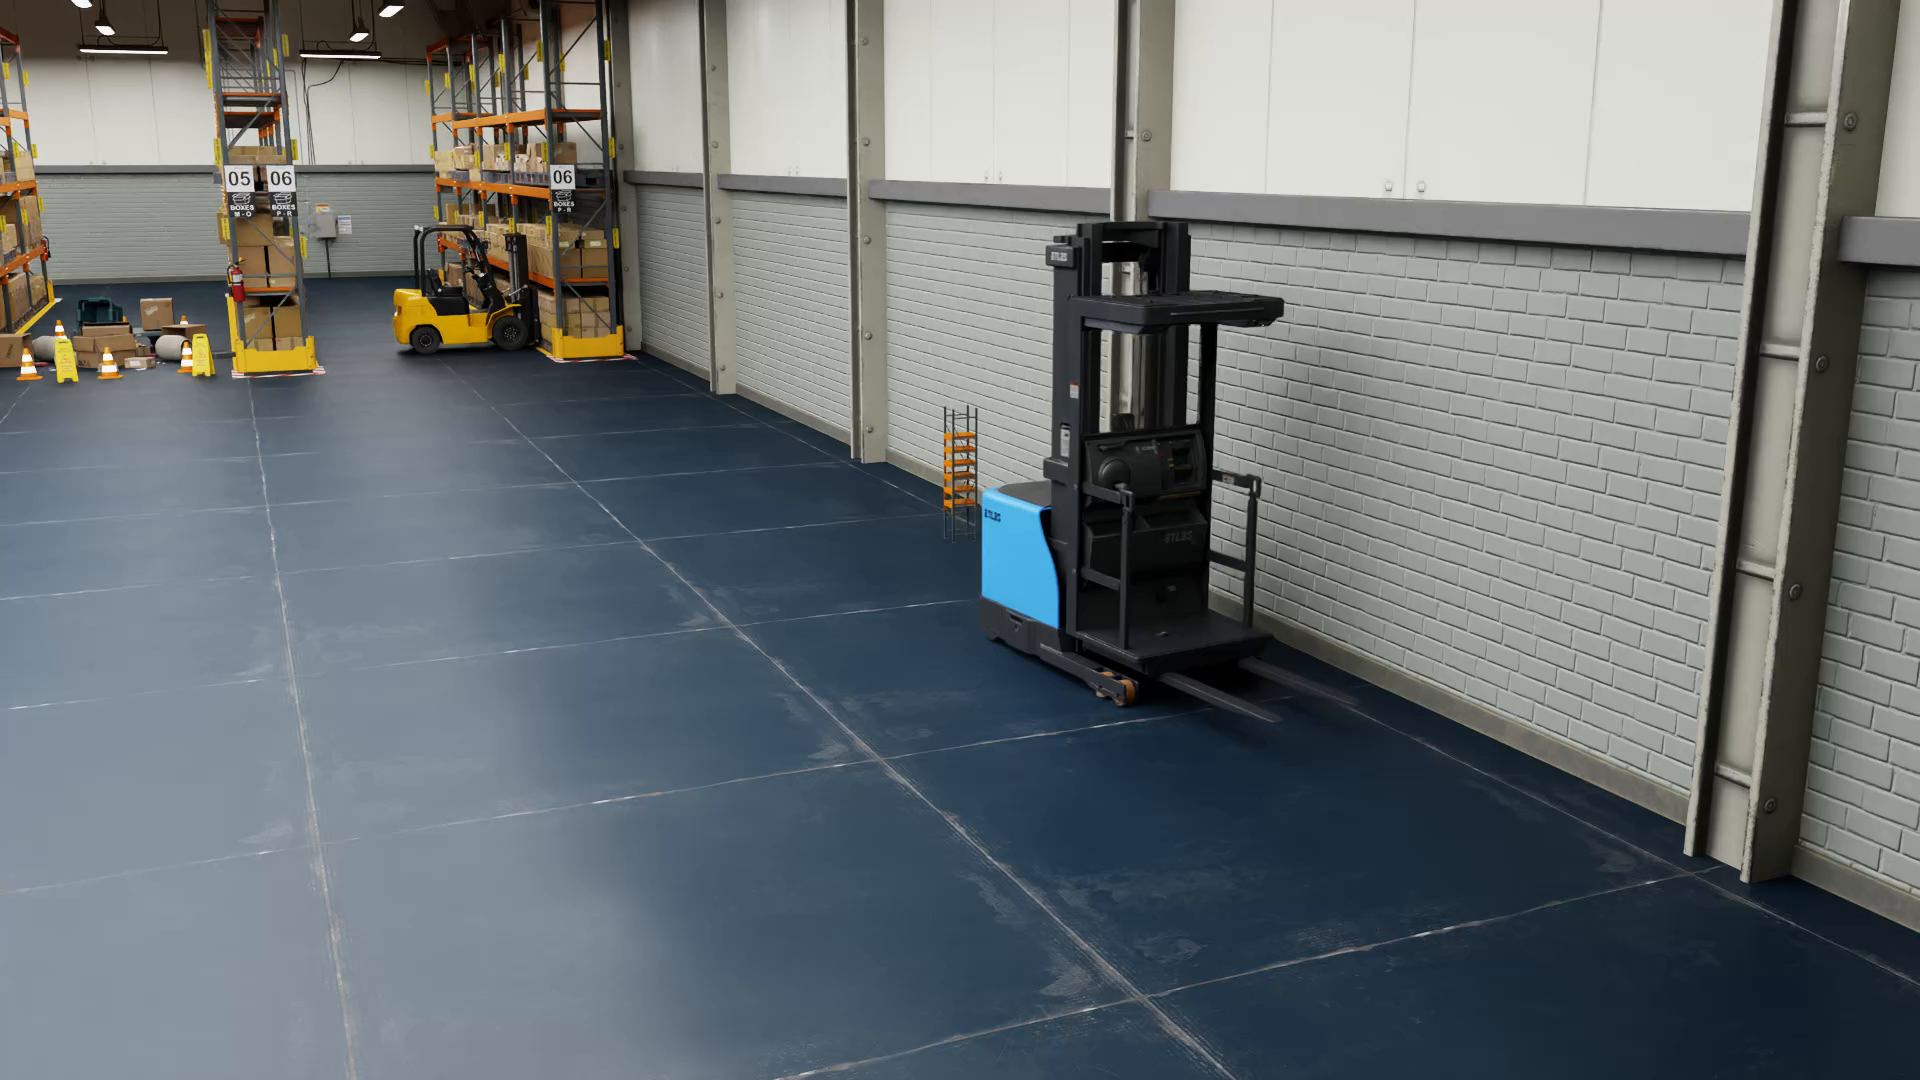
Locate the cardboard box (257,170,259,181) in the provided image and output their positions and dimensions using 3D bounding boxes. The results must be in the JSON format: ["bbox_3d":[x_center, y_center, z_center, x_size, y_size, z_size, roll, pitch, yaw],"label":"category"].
[{"bbox_3d":[-11.561,-5.896,26.714,0.500,0.250,0.500,-6,14,-24],"label":"cardboard box"}]

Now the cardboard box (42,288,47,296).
[{"bbox_3d":[-21.227,-5.696,38.219,0.380,0.149,0.250,-5,14,-21],"label":"cardboard box"}]

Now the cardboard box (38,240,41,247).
[{"bbox_3d":[-21.435,-6.850,38.371,0.380,0.149,0.250,-6,14,-23],"label":"cardboard box"}]

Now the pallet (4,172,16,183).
[{"bbox_3d":[-20.073,-7.420,34.043,1.213,0.211,1.003,-6,14,-23],"label":"pallet"}]

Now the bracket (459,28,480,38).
[{"bbox_3d":[-12.158,-12.592,41.338,0.076,0.066,4.783,-6,14,-23],"label":"bracket"}]

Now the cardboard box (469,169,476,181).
[{"bbox_3d":[-10.409,-7.958,36.281,0.500,0.250,0.500,-6,14,-23],"label":"cardboard box"}]

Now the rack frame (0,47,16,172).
[{"bbox_3d":[-20.223,-9.110,34.276,1.000,3.000,0.127,-6,14,-23],"label":"rack frame"}]

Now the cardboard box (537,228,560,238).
[{"bbox_3d":[-7.205,-5.392,29.194,0.380,0.149,0.250,-5,14,-22],"label":"cardboard box"}]

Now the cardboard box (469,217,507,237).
[{"bbox_3d":[-10.402,-6.854,36.670,0.797,0.503,0.637,-6,14,-24],"label":"cardboard box"}]

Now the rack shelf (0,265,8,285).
[{"bbox_3d":[-17.819,-4.598,29.678,1.077,0.370,4.000,-6,14,-23],"label":"rack shelf"}]

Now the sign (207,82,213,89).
[{"bbox_3d":[-17.841,-10.888,39.535,0.100,0.325,0.005,-6,14,-23],"label":"sign"}]

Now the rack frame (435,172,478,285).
[{"bbox_3d":[-12.783,-7.931,42.486,1.000,3.000,0.127,-6,14,-23],"label":"rack frame"}]

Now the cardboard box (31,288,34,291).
[{"bbox_3d":[-20.583,-5.458,36.533,0.380,0.149,0.250,-5,14,-20],"label":"cardboard box"}]

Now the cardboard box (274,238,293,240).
[{"bbox_3d":[-11.693,-4.915,28.571,0.500,0.500,0.500,-5,14,-21],"label":"cardboard box"}]

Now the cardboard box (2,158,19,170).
[{"bbox_3d":[-20.196,-7.941,35.098,0.500,0.250,0.500,-5,14,-21],"label":"cardboard box"}]

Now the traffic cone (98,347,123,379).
[{"bbox_3d":[-13.156,-2.742,25.692,0.336,0.463,0.334,-6,14,-23],"label":"traffic cone"}]

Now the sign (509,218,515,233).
[{"bbox_3d":[-8.470,-5.926,31.432,0.100,0.325,0.005,-6,14,-23],"label":"sign"}]

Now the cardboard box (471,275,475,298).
[{"bbox_3d":[-10.775,-5.759,37.711,0.500,0.500,0.500,-6,14,-25],"label":"cardboard box"}]

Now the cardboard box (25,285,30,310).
[{"bbox_3d":[-19.695,-5.044,34.625,0.500,0.500,0.500,-6,14,-24],"label":"cardboard box"}]

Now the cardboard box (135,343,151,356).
[{"bbox_3d":[-14.163,-3.309,28.577,0.396,0.266,0.258,6,14,26],"label":"cardboard box"}]

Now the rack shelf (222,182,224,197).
[{"bbox_3d":[-14.926,-7.353,34.932,1.077,0.370,4.000,-6,14,-23],"label":"rack shelf"}]

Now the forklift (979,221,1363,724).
[{"bbox_3d":[1.313,-0.509,10.568,1.130,2.935,3.031,-7,15,-29],"label":"forklift"}]

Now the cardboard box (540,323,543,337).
[{"bbox_3d":[-7.234,-3.767,29.659,0.500,0.250,0.500,-5,14,-22],"label":"cardboard box"}]

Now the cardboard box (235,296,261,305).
[{"bbox_3d":[-11.689,-3.935,27.282,0.380,0.149,0.250,-5,14,-21],"label":"cardboard box"}]

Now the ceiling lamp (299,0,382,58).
[{"bbox_3d":[-15.990,-14.041,42.635,2.000,3.185,0.800,-6,14,-23],"label":"ceiling lamp"}]

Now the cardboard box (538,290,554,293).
[{"bbox_3d":[-7.462,-4.358,29.998,0.500,0.250,0.500,-6,14,-24],"label":"cardboard box"}]

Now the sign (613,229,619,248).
[{"bbox_3d":[-5.863,-5.135,28.308,0.100,0.325,0.005,-6,14,-23],"label":"sign"}]

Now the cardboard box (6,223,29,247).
[{"bbox_3d":[-20.190,-6.506,35.448,0.500,0.500,0.500,-6,14,-24],"label":"cardboard box"}]

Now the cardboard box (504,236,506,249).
[{"bbox_3d":[-8.620,-5.806,32.529,0.500,0.250,0.500,-6,14,-24],"label":"cardboard box"}]

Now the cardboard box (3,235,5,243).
[{"bbox_3d":[-19.051,-5.921,32.765,0.380,0.149,0.250,-6,14,-23],"label":"cardboard box"}]

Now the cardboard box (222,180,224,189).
[{"bbox_3d":[-12.187,-5.981,27.964,0.380,0.149,0.250,-6,14,-24],"label":"cardboard box"}]

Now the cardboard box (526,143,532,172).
[{"bbox_3d":[-7.293,-6.805,29.585,0.797,0.503,0.637,-5,14,-21],"label":"cardboard box"}]

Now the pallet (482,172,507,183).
[{"bbox_3d":[-9.225,-7.516,34.456,1.213,0.211,1.003,-5,14,-20],"label":"pallet"}]

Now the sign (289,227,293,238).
[{"bbox_3d":[-12.029,-5.475,29.954,0.100,0.325,0.005,-6,14,-23],"label":"sign"}]

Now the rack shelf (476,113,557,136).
[{"bbox_3d":[-8.778,-8.243,33.009,1.077,0.370,4.000,-6,14,-23],"label":"rack shelf"}]

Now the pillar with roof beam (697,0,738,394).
[{"bbox_3d":[-7.368,-6.145,21.464,9.100,9.000,0.400,-6,14,-23],"label":"pillar with roof beam"}]

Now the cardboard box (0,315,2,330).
[{"bbox_3d":[-18.106,-4.156,30.230,1.050,0.750,0.750,-5,14,-22],"label":"cardboard box"}]

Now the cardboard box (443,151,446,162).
[{"bbox_3d":[-12.222,-9.280,40.225,0.500,0.250,0.500,-5,14,-21],"label":"cardboard box"}]

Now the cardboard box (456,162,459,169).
[{"bbox_3d":[-11.140,-8.439,37.433,0.380,0.149,0.250,-5,14,-22],"label":"cardboard box"}]

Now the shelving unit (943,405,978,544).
[{"bbox_3d":[0.006,-0.582,14.722,0.258,1.200,0.189,-6,14,-23],"label":"shelving unit"}]

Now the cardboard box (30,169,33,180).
[{"bbox_3d":[-21.189,-8.228,37.446,0.500,0.250,0.500,-6,14,-23],"label":"cardboard box"}]

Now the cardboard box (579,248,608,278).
[{"bbox_3d":[-6.318,-4.802,28.742,0.500,0.500,0.500,-5,14,-21],"label":"cardboard box"}]

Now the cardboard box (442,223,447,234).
[{"bbox_3d":[-12.646,-7.781,41.509,0.500,0.250,0.500,-5,14,-22],"label":"cardboard box"}]

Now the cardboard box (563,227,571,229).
[{"bbox_3d":[-6.906,-5.546,29.860,0.380,0.149,0.250,-6,14,-23],"label":"cardboard box"}]

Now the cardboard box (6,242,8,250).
[{"bbox_3d":[-19.148,-5.828,33.024,0.380,0.149,0.250,-5,14,-22],"label":"cardboard box"}]

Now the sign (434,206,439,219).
[{"bbox_3d":[-13.280,-8.304,42.176,0.100,0.325,0.005,-6,14,-23],"label":"sign"}]

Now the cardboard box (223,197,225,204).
[{"bbox_3d":[-16.143,-7.542,36.928,0.380,0.149,0.250,-6,14,-24],"label":"cardboard box"}]

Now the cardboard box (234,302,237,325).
[{"bbox_3d":[-12.534,-4.087,29.379,0.500,0.500,0.500,-5,14,-20],"label":"cardboard box"}]

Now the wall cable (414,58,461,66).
[{"bbox_3d":[-13.871,-14.845,46.720,2.988,3.039,0.133,-6,14,-23],"label":"wall cable"}]

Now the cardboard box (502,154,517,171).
[{"bbox_3d":[-8.490,-7.251,31.938,0.500,0.311,0.500,-6,14,-25],"label":"cardboard box"}]

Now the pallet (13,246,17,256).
[{"bbox_3d":[-20.050,-5.923,34.235,1.003,0.211,1.213,-6,14,-23],"label":"pallet"}]
